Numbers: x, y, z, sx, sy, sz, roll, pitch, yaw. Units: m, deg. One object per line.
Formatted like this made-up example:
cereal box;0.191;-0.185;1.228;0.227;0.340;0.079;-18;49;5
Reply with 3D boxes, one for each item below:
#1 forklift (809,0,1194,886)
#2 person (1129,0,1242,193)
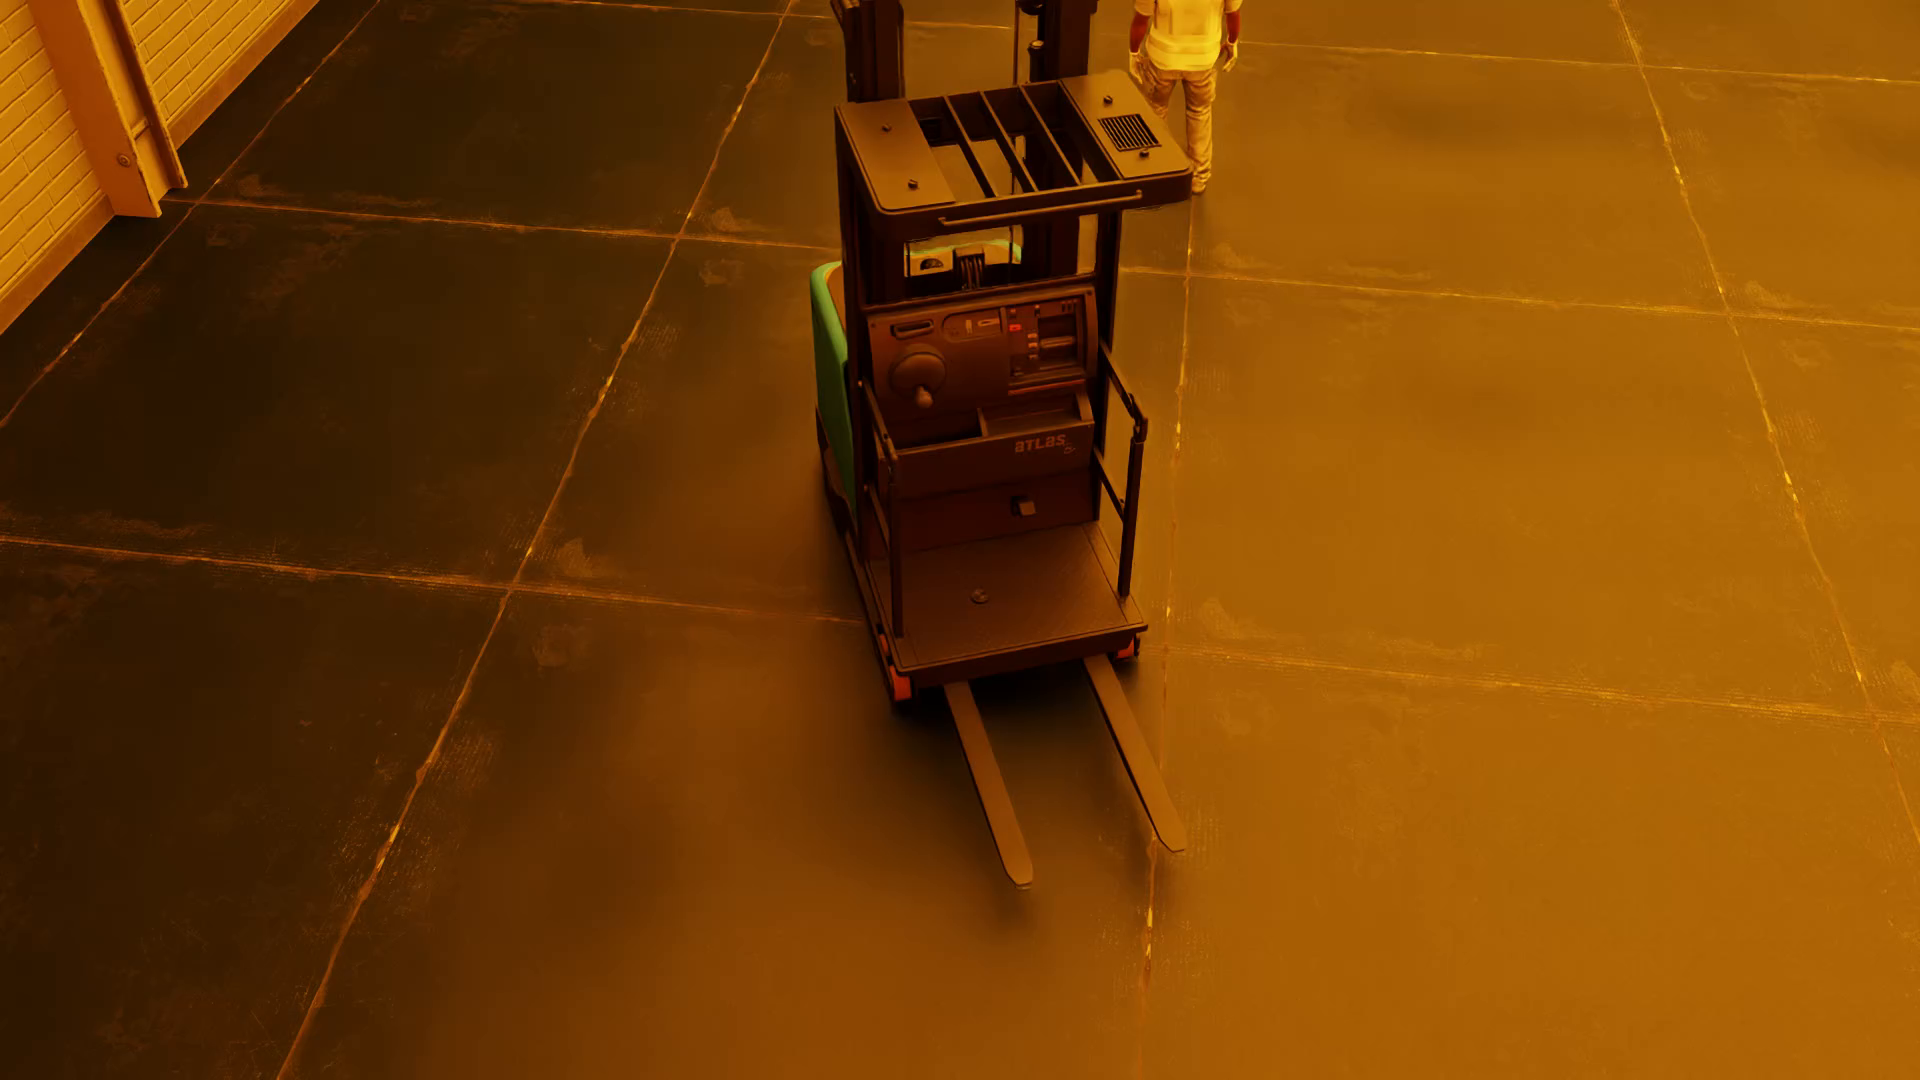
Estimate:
forklift;0.153;-0.681;6.465;1.130;2.935;3.031;-10;44;-11
person;1.294;-2.851;9.692;0.649;1.801;0.502;0;43;0
